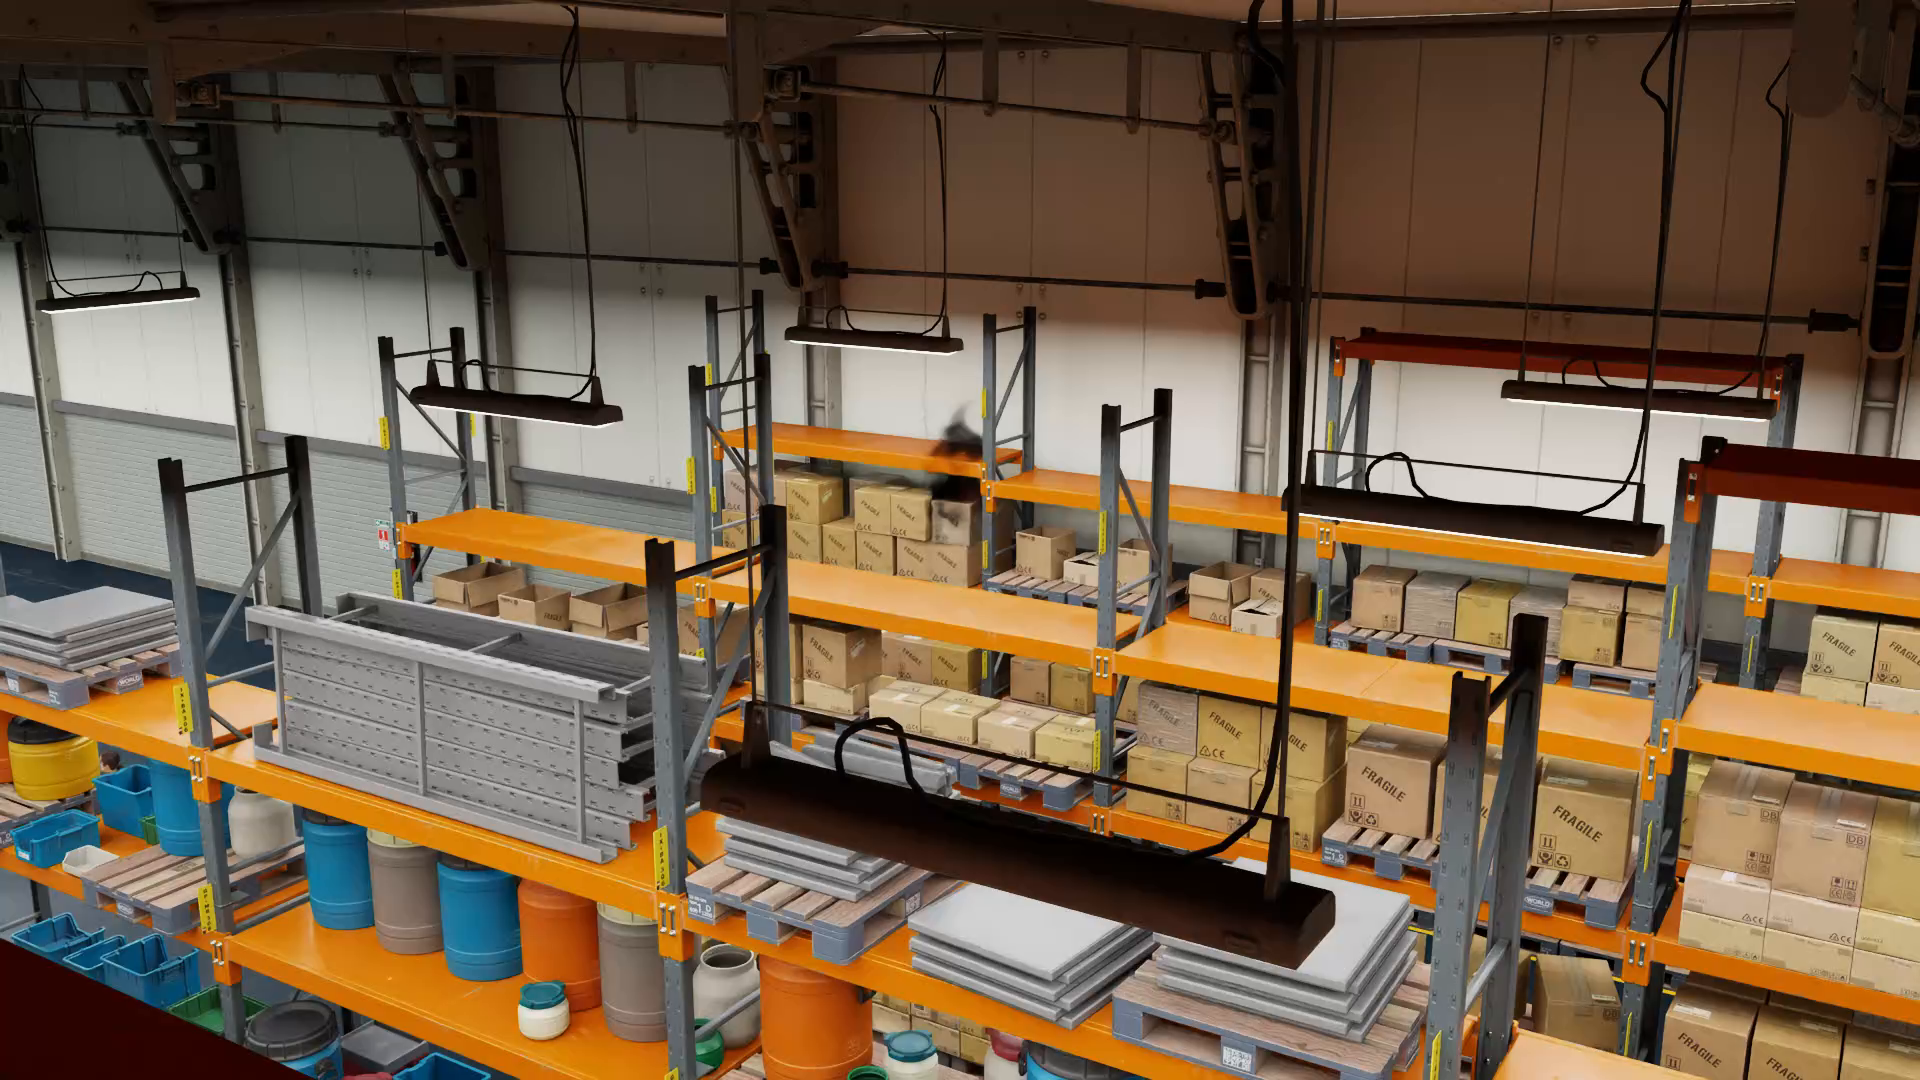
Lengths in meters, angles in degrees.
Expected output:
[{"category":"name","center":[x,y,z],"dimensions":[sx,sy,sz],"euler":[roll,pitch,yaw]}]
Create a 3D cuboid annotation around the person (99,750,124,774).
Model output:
[{"category":"person","center":[-8.826,3.039,17.549],"dimensions":[0.735,1.730,0.546],"euler":[-7,16,-27]}]
